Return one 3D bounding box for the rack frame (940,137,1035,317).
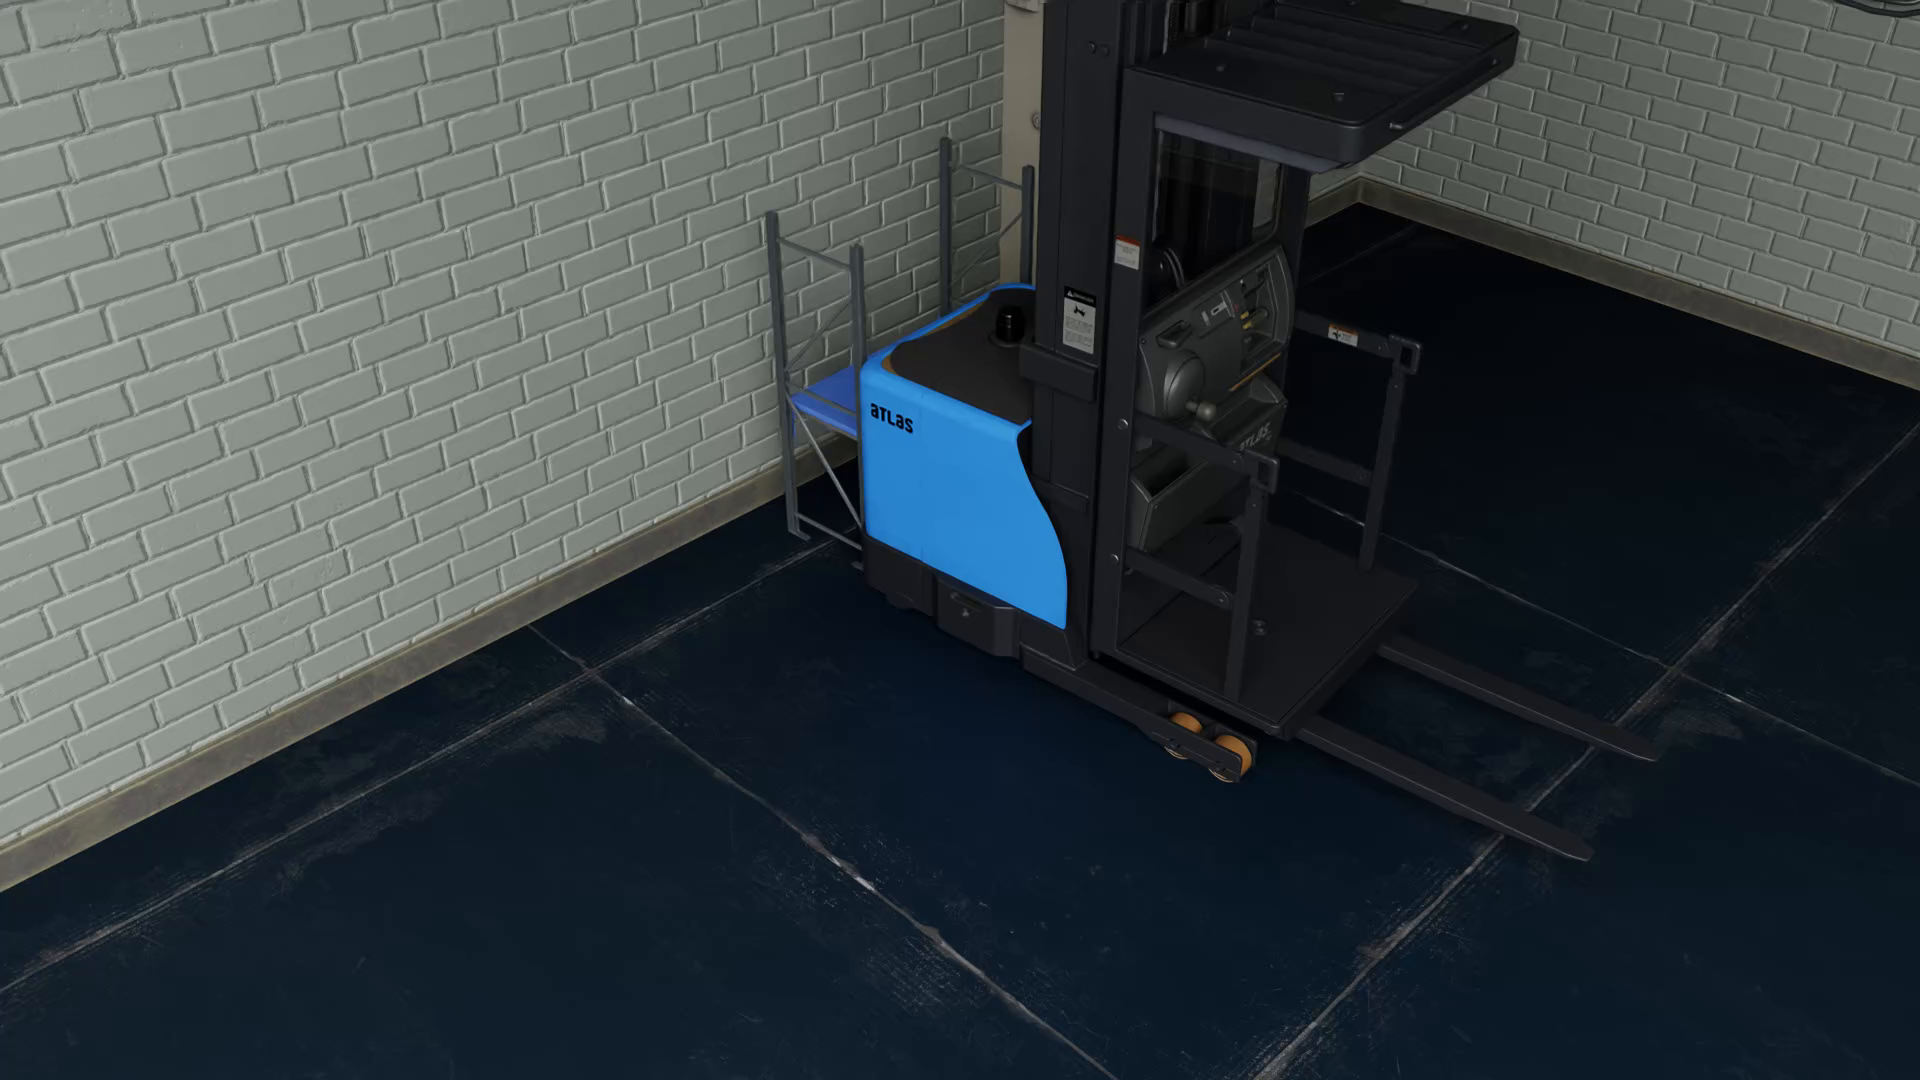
[{"bbox_3d":[0.110,-1.005,7.379,0.500,1.500,0.032,27,43,33],"label":"rack frame"}]

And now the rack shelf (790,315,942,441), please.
[{"bbox_3d":[-0.224,-0.638,7.168,0.538,0.185,1.000,27,43,33],"label":"rack shelf"}]

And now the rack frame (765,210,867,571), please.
[{"bbox_3d":[-0.559,-0.567,6.752,0.500,1.500,0.032,27,43,33],"label":"rack frame"}]

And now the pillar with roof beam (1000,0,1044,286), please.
[{"bbox_3d":[3.494,-2.785,3.376,9.100,9.000,0.400,30,45,35],"label":"pillar with roof beam"}]

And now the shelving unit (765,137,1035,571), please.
[{"bbox_3d":[-0.224,-0.786,7.065,0.538,1.500,1.048,27,43,33],"label":"shelving unit"}]

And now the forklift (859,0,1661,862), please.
[{"bbox_3d":[1.061,-0.675,5.655,3.031,2.935,1.130,25,42,31],"label":"forklift"}]
